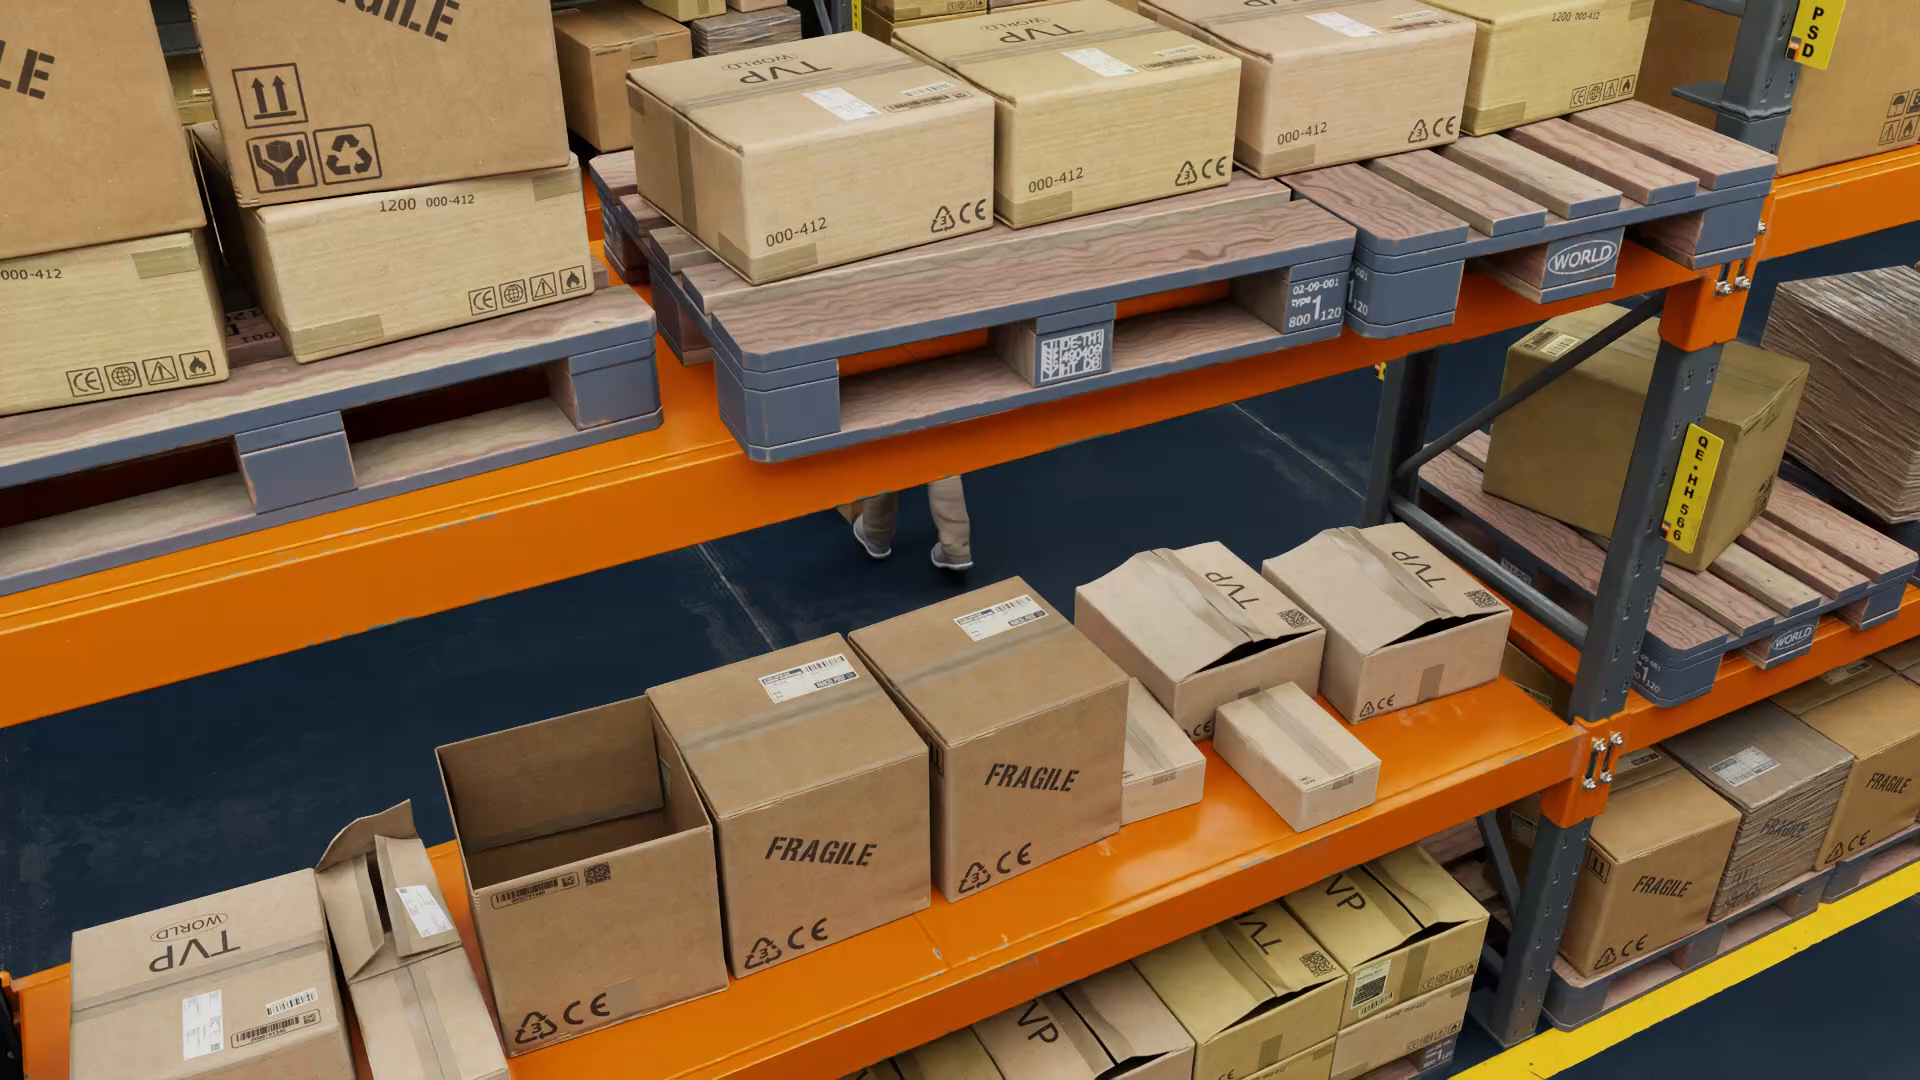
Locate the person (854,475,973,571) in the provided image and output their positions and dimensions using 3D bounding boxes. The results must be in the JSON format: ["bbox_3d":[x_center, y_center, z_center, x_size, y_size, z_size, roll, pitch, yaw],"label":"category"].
[{"bbox_3d":[-0.234,-0.650,7.154,0.555,1.725,0.670,-12,35,-18],"label":"person"}]
